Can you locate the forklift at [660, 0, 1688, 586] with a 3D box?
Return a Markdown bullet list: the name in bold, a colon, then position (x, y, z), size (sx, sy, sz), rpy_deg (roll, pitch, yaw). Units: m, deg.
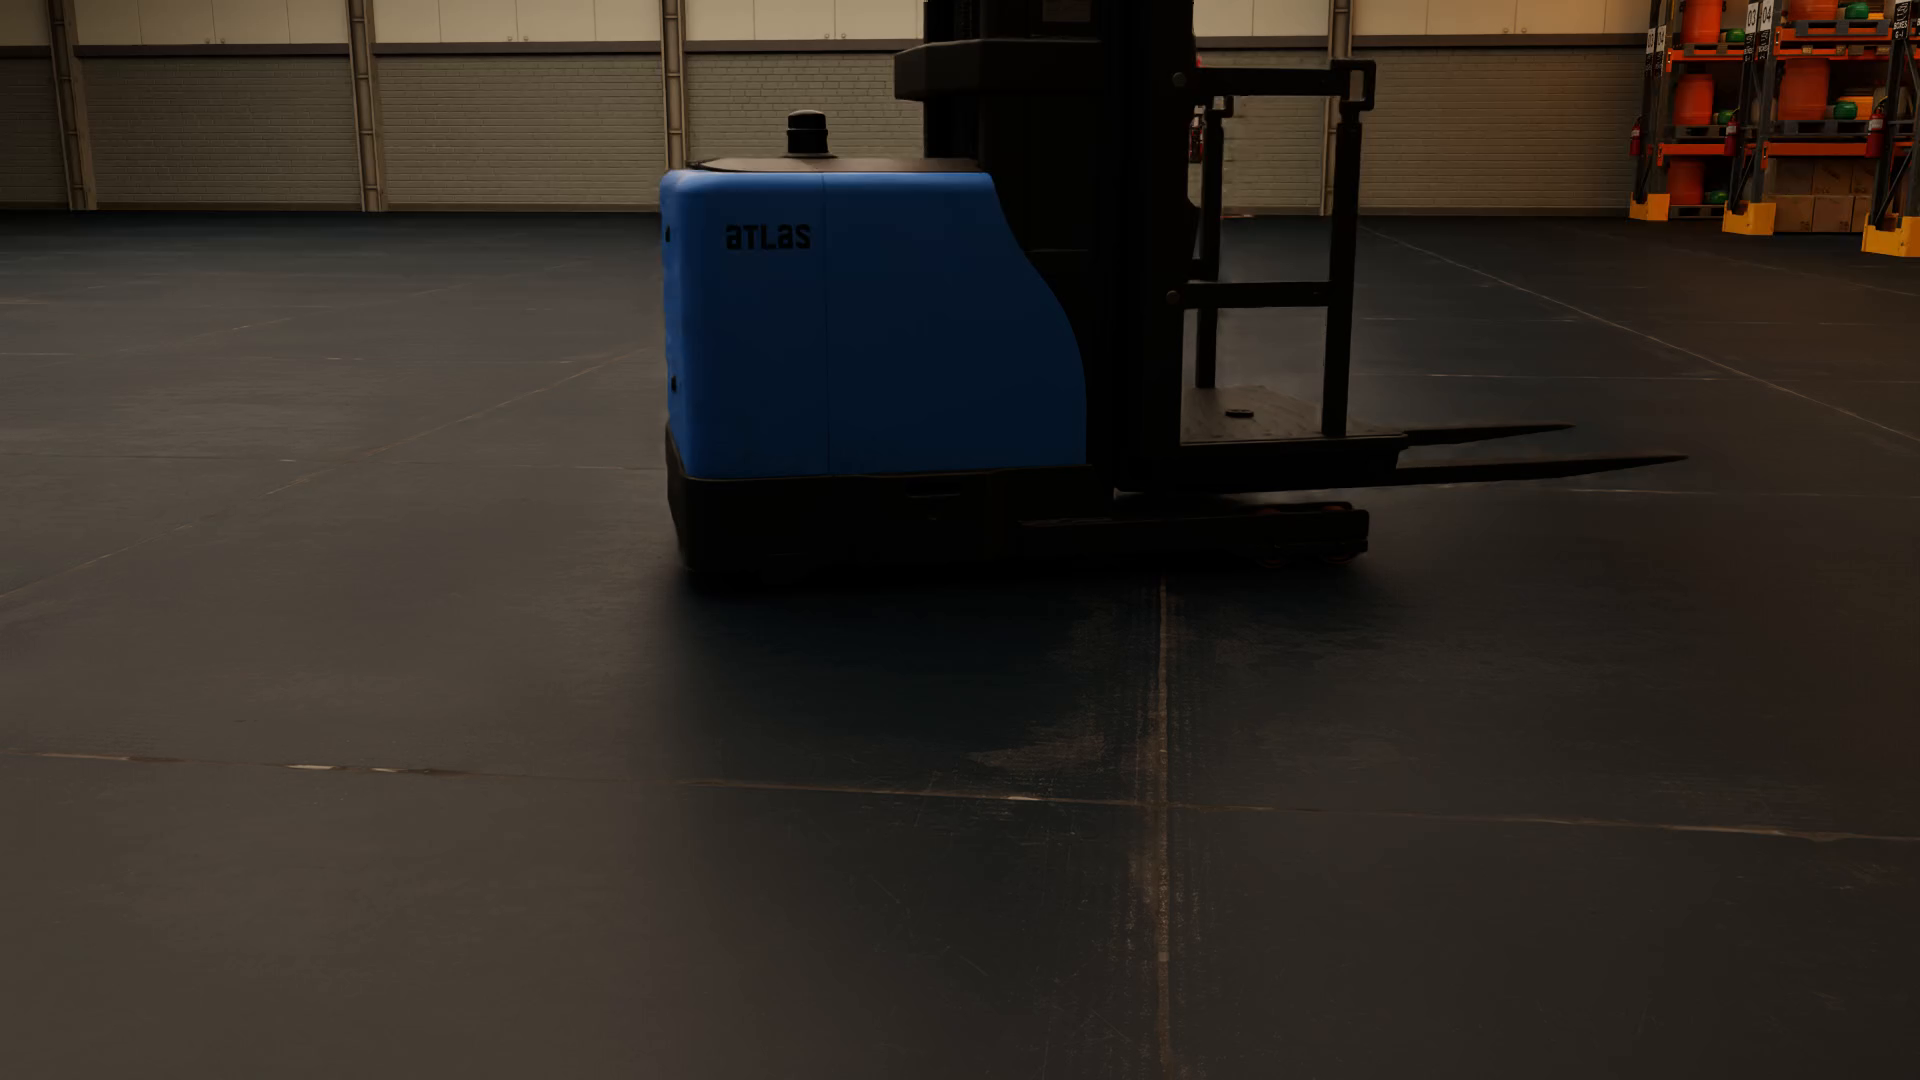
- **forklift**: position (0.666, -1.462, 4.762), size (3.031, 2.935, 1.130), rpy_deg (-3, 13, -12)
